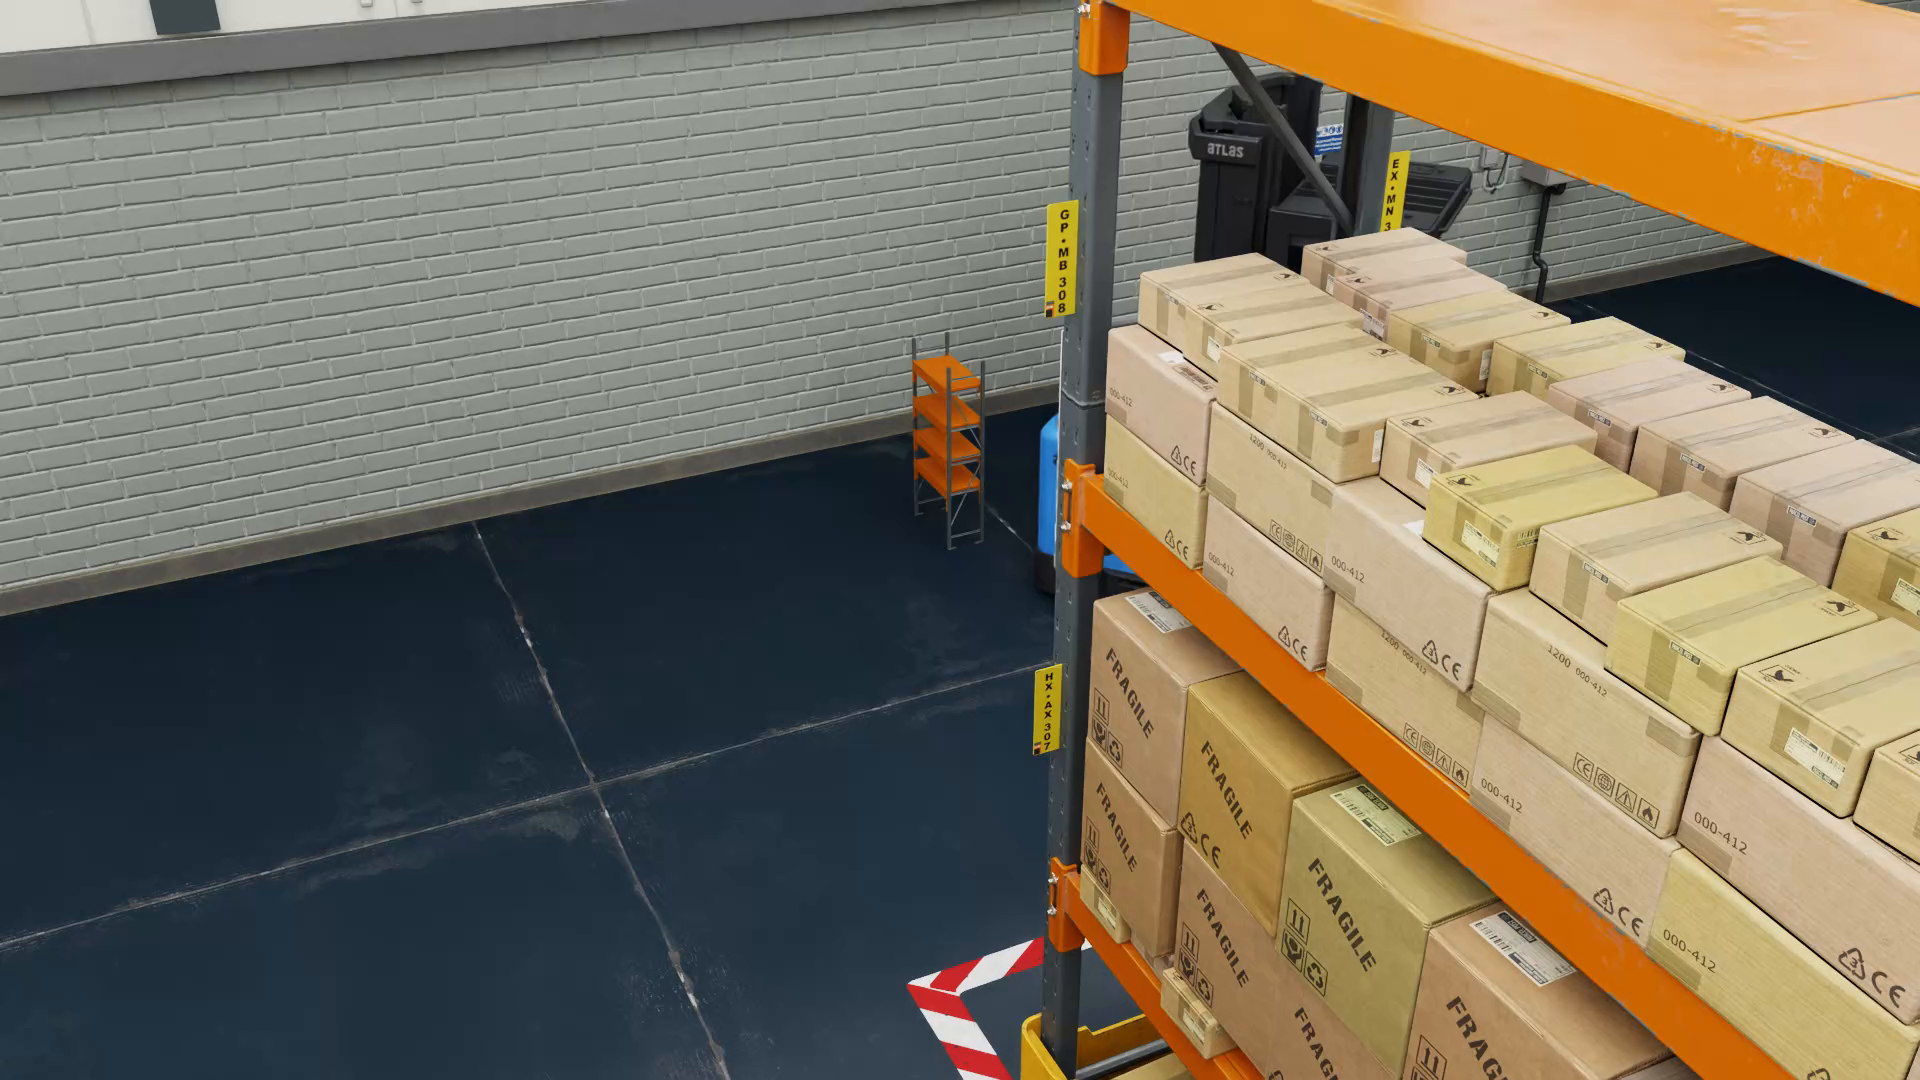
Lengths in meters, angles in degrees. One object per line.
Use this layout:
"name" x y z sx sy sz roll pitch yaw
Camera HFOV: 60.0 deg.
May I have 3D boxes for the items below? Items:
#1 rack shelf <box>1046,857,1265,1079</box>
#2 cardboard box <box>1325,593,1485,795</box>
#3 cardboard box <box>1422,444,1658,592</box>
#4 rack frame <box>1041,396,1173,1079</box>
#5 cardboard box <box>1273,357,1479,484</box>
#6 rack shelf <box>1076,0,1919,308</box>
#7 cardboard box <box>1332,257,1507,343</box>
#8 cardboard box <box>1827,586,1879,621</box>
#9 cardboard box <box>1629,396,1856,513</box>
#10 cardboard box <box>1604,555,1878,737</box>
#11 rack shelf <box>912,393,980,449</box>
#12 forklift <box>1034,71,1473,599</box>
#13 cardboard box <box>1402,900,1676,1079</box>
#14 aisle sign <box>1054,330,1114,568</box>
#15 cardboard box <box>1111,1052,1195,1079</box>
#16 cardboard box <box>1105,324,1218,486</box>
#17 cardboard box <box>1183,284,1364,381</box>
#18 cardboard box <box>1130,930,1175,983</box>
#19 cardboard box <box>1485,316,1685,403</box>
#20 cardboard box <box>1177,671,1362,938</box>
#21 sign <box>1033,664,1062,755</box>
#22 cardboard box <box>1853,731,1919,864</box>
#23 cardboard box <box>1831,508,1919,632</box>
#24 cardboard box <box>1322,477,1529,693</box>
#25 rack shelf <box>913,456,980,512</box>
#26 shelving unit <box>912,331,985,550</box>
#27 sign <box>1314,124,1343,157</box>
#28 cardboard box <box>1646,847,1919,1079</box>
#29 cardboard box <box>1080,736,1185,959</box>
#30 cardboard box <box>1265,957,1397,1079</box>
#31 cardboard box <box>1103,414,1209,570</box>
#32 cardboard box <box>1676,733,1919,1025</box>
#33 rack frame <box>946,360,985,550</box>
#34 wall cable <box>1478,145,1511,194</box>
"rack shelf" 1.631 2.003 4.319 1.077 0.370 4.000 -13 32 -22
"cardboard box" 1.189 0.273 3.755 0.500 0.250 0.500 -14 32 -24
"cardboard box" 1.186 -0.051 3.414 0.380 0.149 0.250 -12 31 -20
"rack frame" 0.772 0.806 5.719 1.000 3.000 0.127 -13 32 -22
"cardboard box" 0.953 -0.279 3.821 0.380 0.149 0.250 -13 32 -21
"rack shelf" 1.631 -0.612 2.853 1.077 0.370 4.000 -13 32 -22
"cardboard box" 1.217 -0.619 4.427 0.380 0.149 0.250 -13 32 -21
"cardboard box" 1.844 0.173 3.423 0.500 0.250 0.500 -15 32 -24
"cardboard box" 1.701 -0.171 3.629 0.380 0.149 0.250 -12 32 -21
"cardboard box" 1.402 0.184 2.996 0.380 0.149 0.250 -14 32 -23
"rack shelf" -0.071 -0.733 9.983 0.258 0.148 0.480 -13 32 -22
"forklift" 1.987 -0.859 8.758 3.031 2.935 1.130 13 32 22
"cardboard box" 1.372 1.131 3.711 0.500 0.500 0.500 -14 32 -24
"aisle sign" 0.470 -0.297 5.028 0.394 0.787 0.004 -13 32 -22
"cardboard box" 0.690 1.910 5.628 0.380 0.149 0.250 -15 32 -24
"cardboard box" 0.730 -0.402 4.449 0.500 0.250 0.500 -13 32 -21
"cardboard box" 0.799 -0.522 4.254 0.380 0.149 0.250 -12 31 -20
"cardboard box" 0.762 1.231 5.217 0.380 0.149 0.250 -12 31 -20
"cardboard box" 1.520 -0.407 4.050 0.380 0.149 0.250 -13 32 -21
"cardboard box" 0.947 0.672 4.529 0.500 0.500 0.500 -12 31 -21
"sign" 0.282 0.542 5.304 0.100 0.325 0.005 -13 32 -22
"cardboard box" 1.653 0.398 2.613 0.380 0.149 0.250 -14 32 -24
"cardboard box" 1.938 0.055 3.225 0.380 0.149 0.250 -14 32 -23
"cardboard box" 1.157 0.049 3.643 0.500 0.250 0.500 -13 32 -21
"rack shelf" -0.071 -0.365 10.190 0.258 0.148 0.480 -13 32 -22
"shelving unit" -0.071 -0.596 10.060 0.258 1.200 0.503 -13 32 -22
"sign" 2.688 -2.899 12.049 0.327 0.218 0.001 -13 32 -22
"cardboard box" 1.612 0.723 2.954 0.500 0.250 0.500 -13 32 -23
"cardboard box" 0.715 0.889 5.164 0.500 0.500 0.500 -12 31 -20
"cardboard box" 1.167 1.339 4.362 0.500 0.500 0.500 -13 32 -21
"cardboard box" 0.734 -0.185 4.572 0.500 0.250 0.500 -12 31 -20
"cardboard box" 1.621 0.500 2.840 0.500 0.250 0.500 -12 31 -20
"rack frame" 0.034 -0.489 9.868 0.240 1.200 0.015 -13 32 -22
"wall cable" 4.033 -3.510 12.377 0.588 1.984 0.122 -13 32 -22
